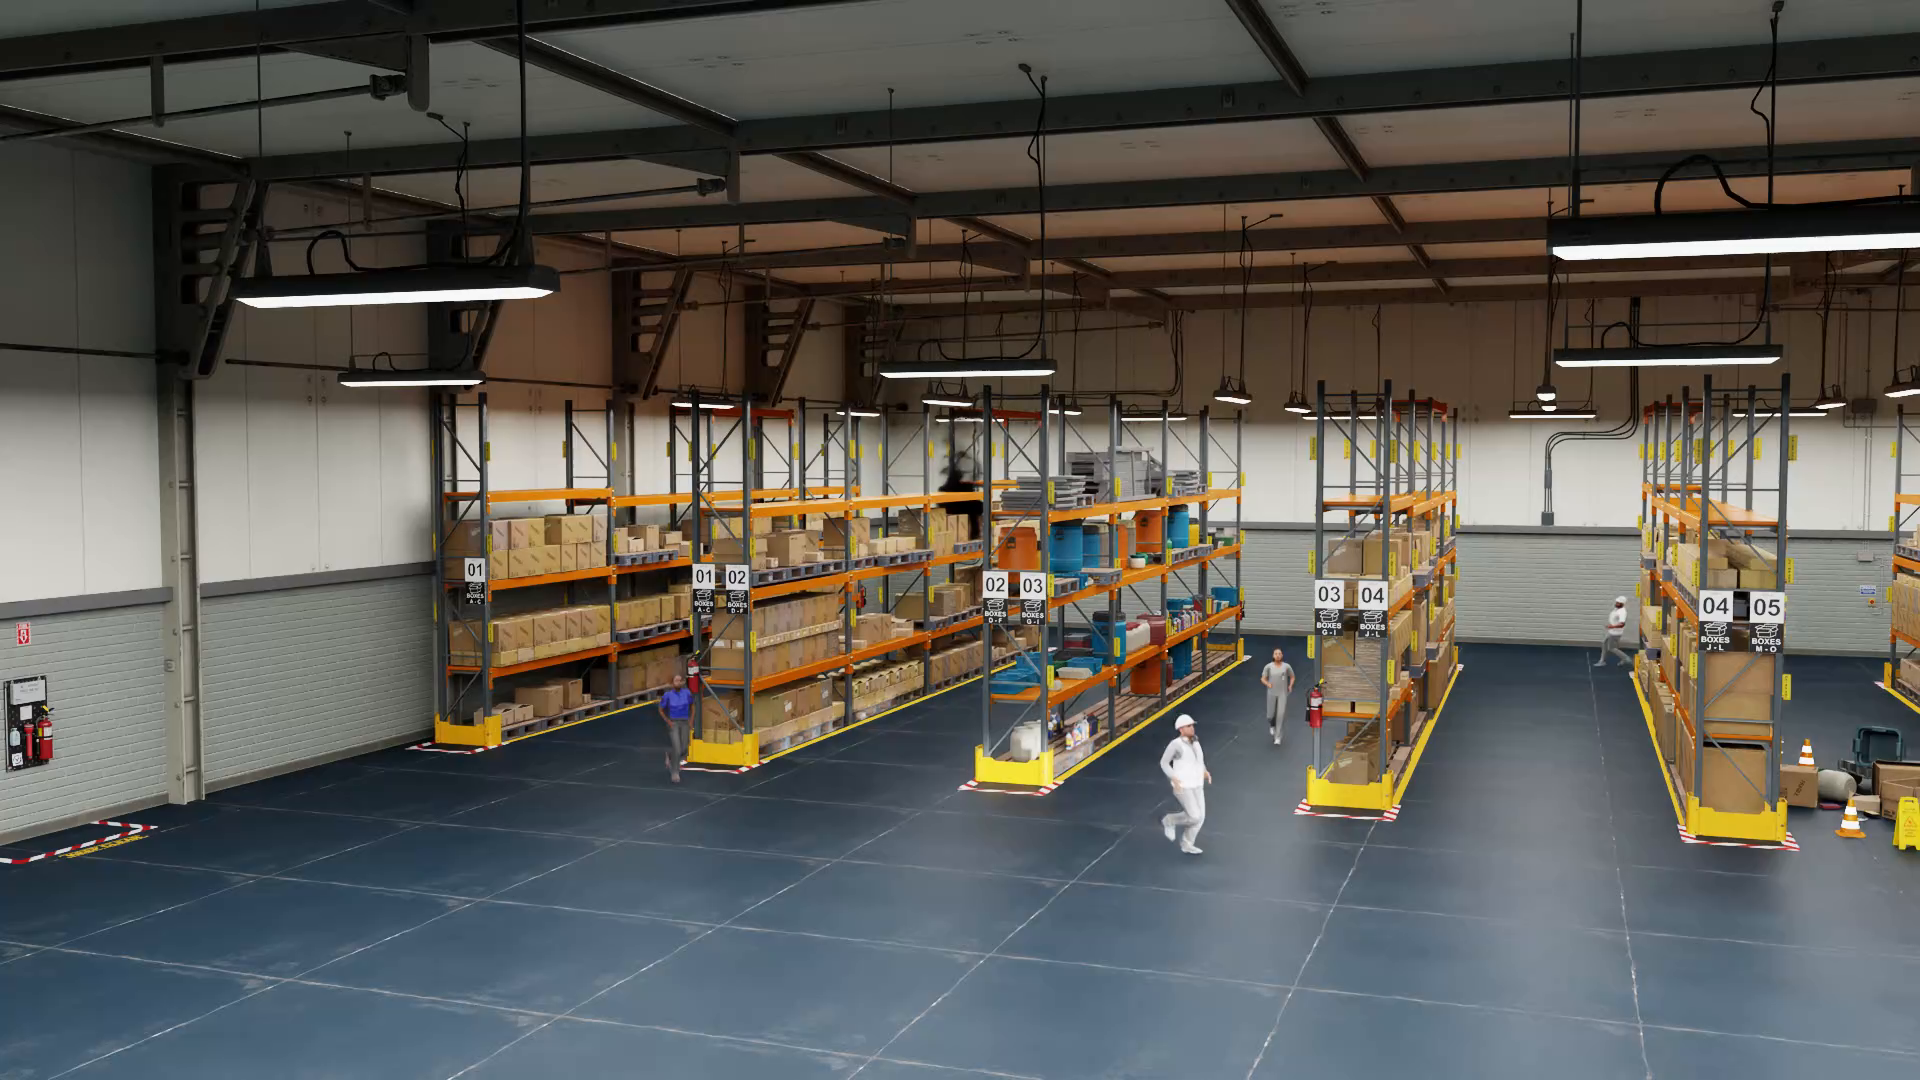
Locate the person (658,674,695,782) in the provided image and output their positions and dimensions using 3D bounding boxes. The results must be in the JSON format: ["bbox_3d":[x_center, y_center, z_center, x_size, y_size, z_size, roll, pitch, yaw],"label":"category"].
[{"bbox_3d":[-4.348,2.849,25.450,0.594,1.641,0.634,-2,4,-31],"label":"person"}]

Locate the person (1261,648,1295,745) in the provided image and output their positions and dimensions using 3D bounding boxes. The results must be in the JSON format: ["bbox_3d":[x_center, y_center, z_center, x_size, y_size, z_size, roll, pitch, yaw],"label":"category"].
[{"bbox_3d":[5.471,2.661,28.583,0.574,1.632,0.788,1,3,12],"label":"person"}]

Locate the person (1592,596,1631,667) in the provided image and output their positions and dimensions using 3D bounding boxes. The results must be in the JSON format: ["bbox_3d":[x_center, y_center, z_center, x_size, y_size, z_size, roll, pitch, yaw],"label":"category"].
[{"bbox_3d":[14.987,2.118,38.202,0.793,1.698,0.790,1,3,17],"label":"person"}]

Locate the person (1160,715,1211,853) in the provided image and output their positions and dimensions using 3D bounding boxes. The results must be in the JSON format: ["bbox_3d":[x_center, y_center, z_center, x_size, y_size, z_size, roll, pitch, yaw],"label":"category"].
[{"bbox_3d":[2.834,3.044,20.764,0.673,1.726,0.573,-3,4,-40],"label":"person"}]
